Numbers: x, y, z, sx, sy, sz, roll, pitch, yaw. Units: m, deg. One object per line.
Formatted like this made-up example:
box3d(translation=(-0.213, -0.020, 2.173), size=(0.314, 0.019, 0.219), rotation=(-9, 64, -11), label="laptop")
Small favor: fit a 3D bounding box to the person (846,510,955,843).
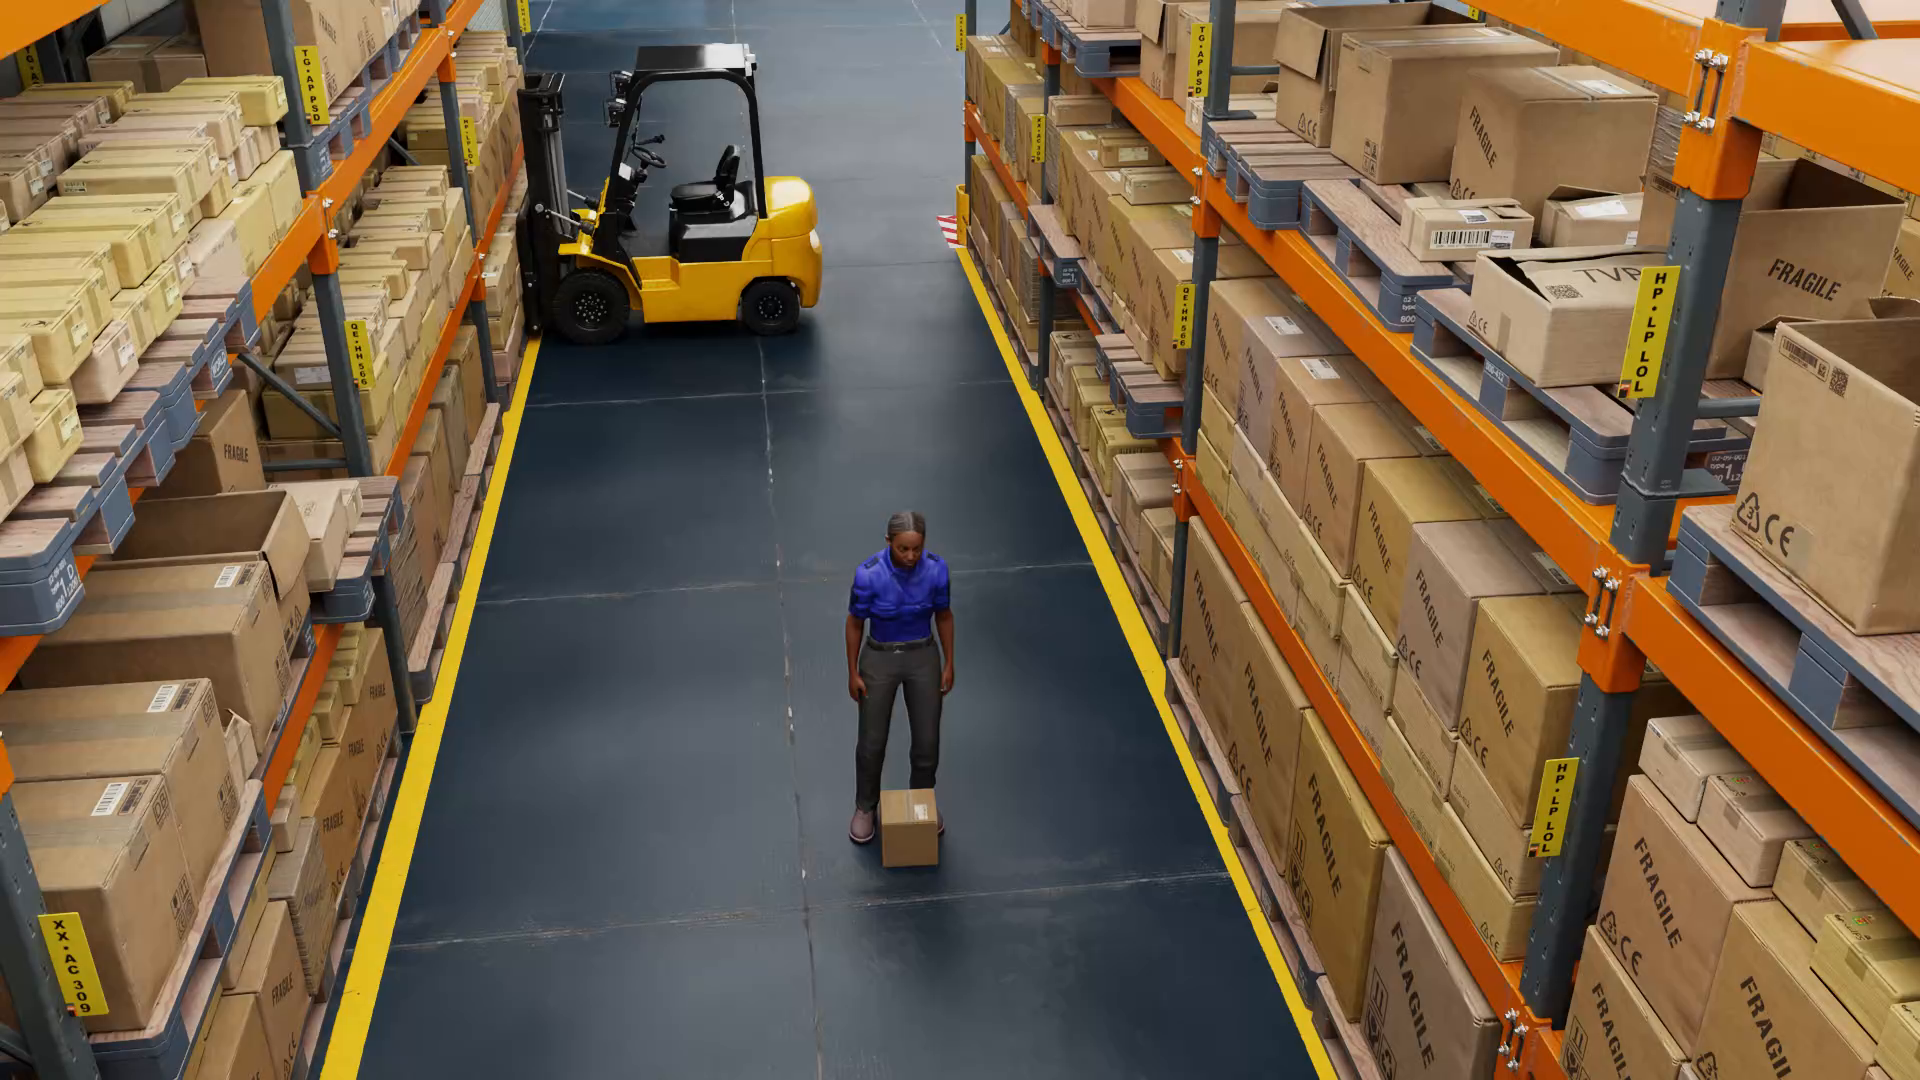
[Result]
box3d(translation=(-0.275, 0.586, 7.490), size=(0.524, 1.653, 0.352), rotation=(-5, 28, -10), label="person")
